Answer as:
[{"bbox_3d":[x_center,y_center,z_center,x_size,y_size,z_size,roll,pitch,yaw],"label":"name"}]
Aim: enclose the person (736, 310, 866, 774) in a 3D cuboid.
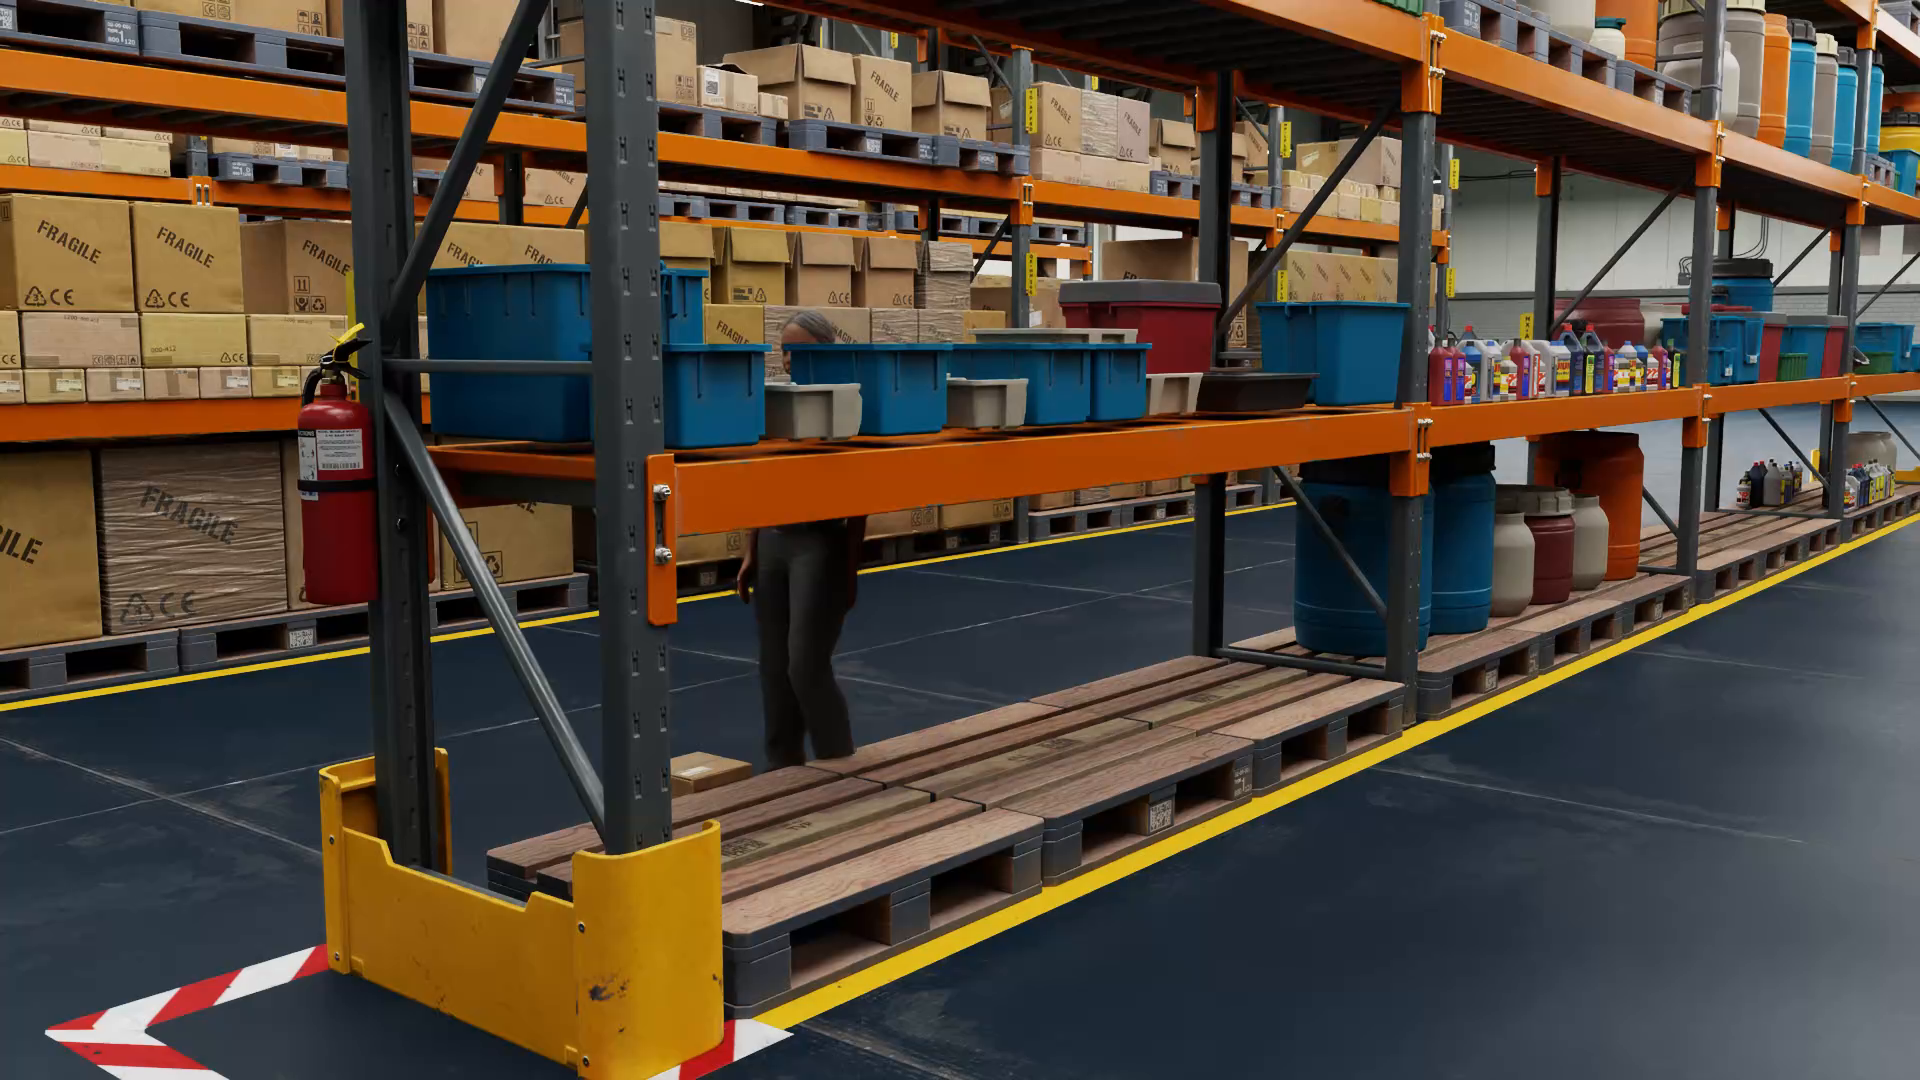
[{"bbox_3d":[-0.525,0.075,5.495,0.442,1.658,0.371,6,9,39],"label":"person"}]
